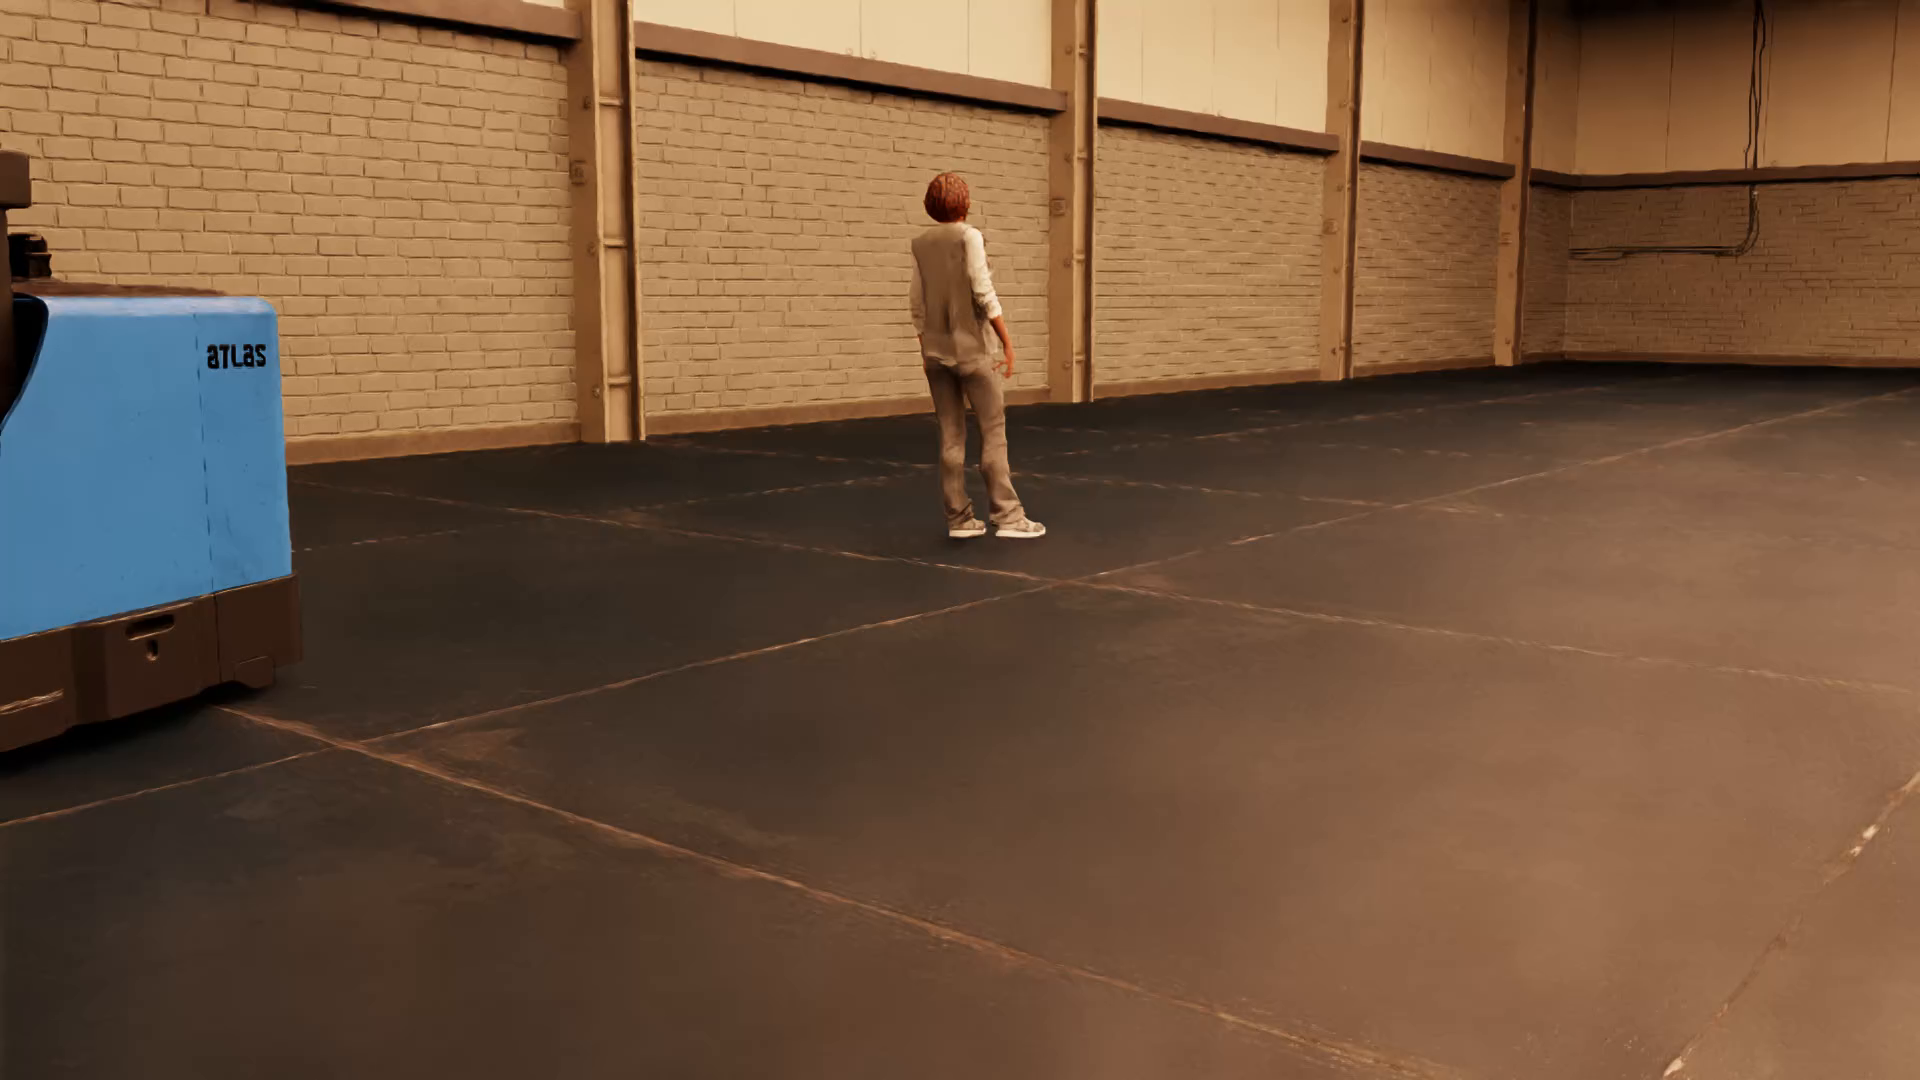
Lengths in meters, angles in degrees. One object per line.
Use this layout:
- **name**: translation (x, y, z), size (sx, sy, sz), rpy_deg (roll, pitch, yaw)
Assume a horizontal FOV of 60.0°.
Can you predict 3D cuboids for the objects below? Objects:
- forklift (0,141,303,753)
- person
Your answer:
- **forklift**: translation (-2.796, -0.872, 3.245), size (1.130, 2.935, 3.031), rpy_deg (3, 9, 19)
- **person**: translation (0.057, -0.804, 7.337), size (0.521, 1.597, 0.474), rpy_deg (7, 11, 38)
